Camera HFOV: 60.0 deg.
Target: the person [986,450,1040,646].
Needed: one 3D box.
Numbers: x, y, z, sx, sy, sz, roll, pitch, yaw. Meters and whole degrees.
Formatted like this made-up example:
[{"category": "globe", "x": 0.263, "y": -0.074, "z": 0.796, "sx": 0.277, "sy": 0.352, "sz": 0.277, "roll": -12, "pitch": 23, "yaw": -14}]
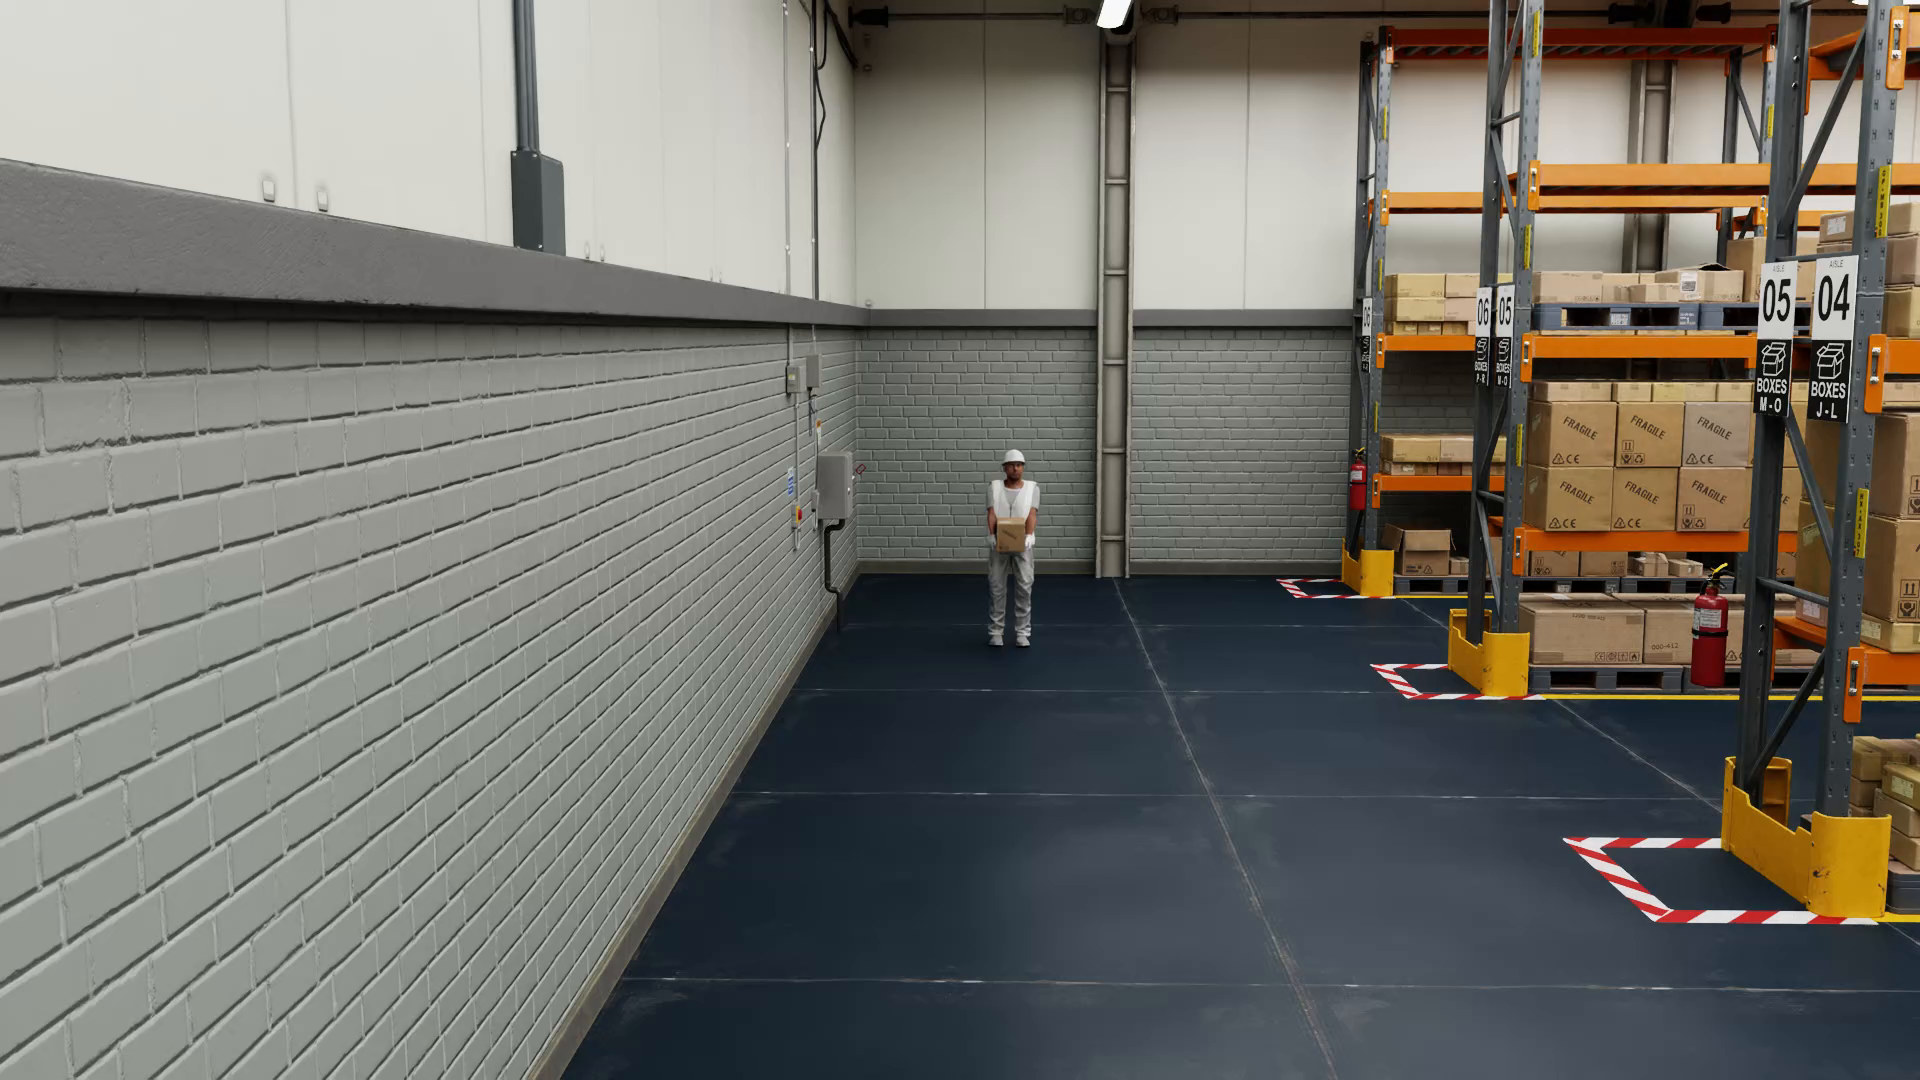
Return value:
[{"category": "person", "x": 0.477, "y": 0.080, "z": 15.057, "sx": 0.488, "sy": 1.780, "sz": 0.567, "roll": 0, "pitch": 7, "yaw": 2}]
